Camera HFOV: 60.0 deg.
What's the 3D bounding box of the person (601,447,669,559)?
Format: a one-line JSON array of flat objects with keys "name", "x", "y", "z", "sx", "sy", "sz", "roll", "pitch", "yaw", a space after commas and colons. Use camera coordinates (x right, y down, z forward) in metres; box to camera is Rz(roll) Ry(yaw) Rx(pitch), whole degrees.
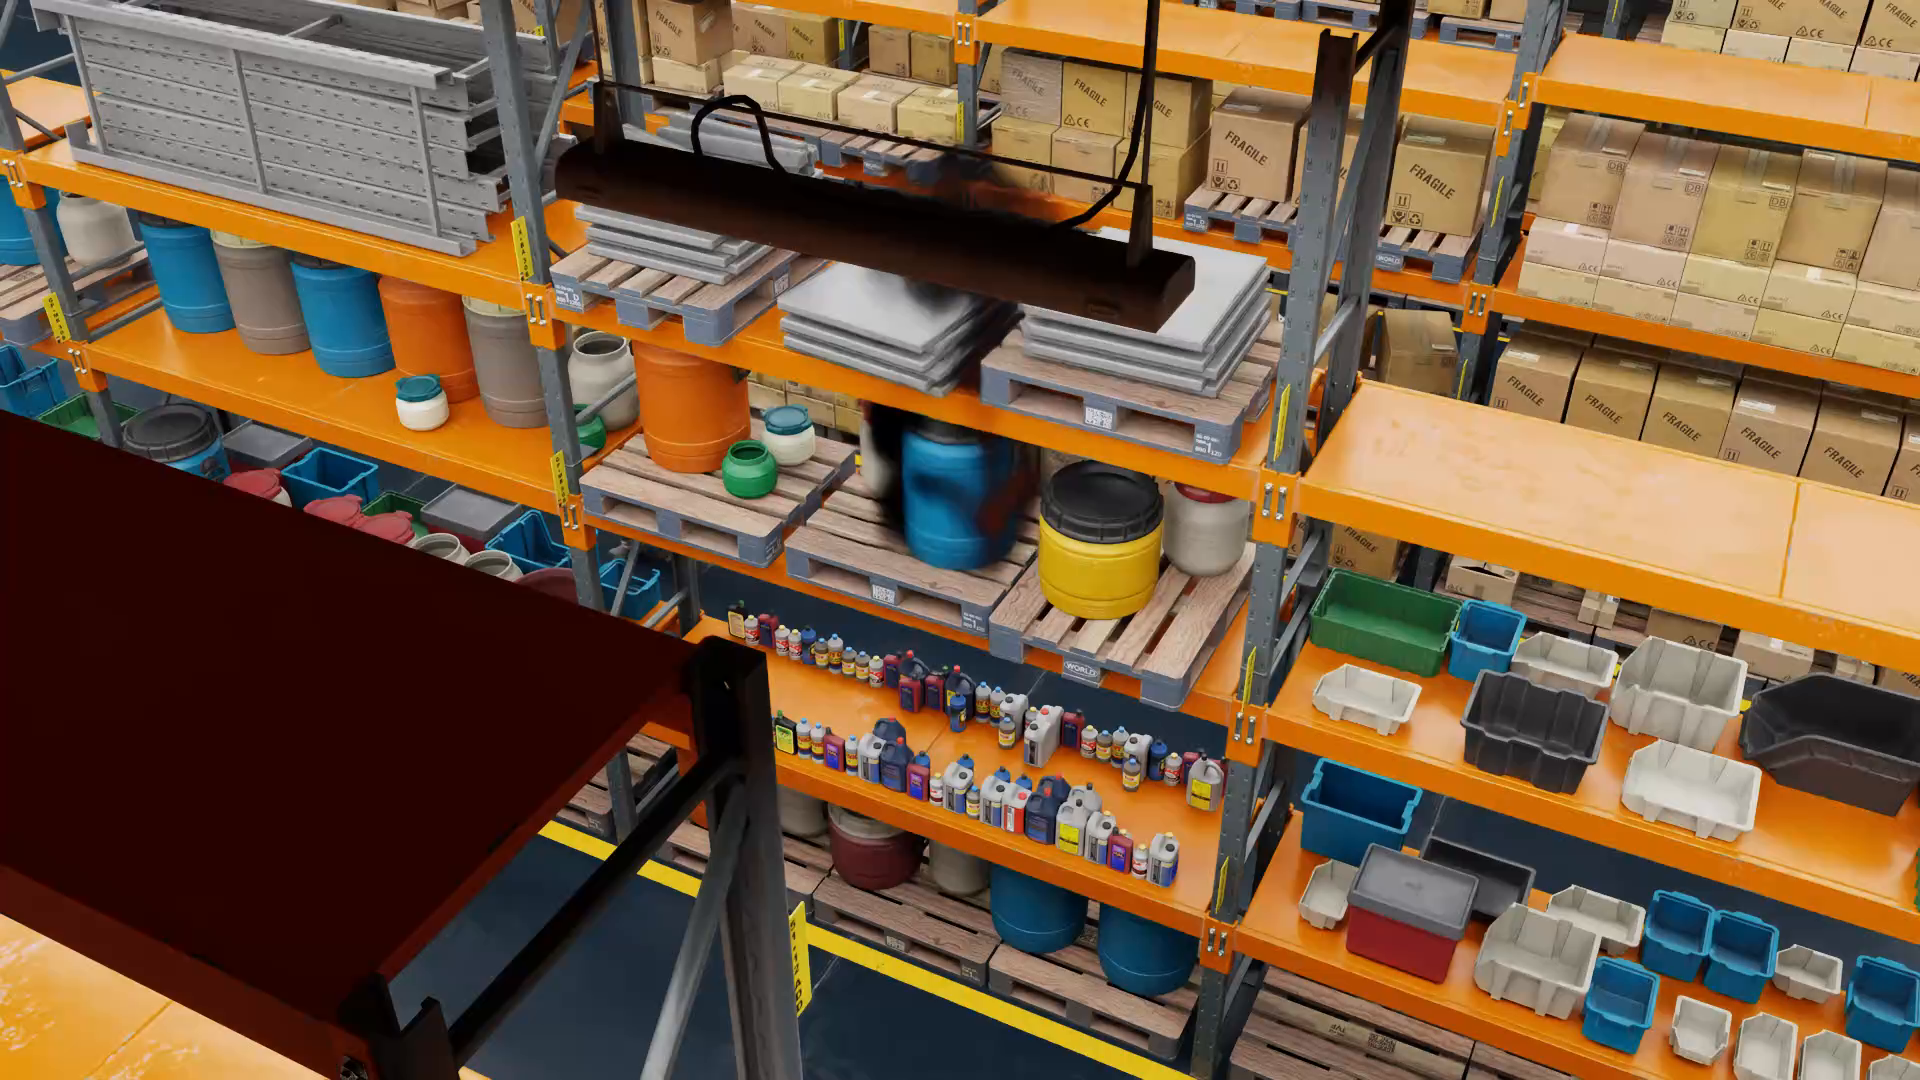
[{"name": "person", "x": -2.586, "y": -0.564, "z": 13.176, "sx": 0.654, "sy": 1.758, "sz": 0.668, "roll": 9, "pitch": 36, "yaw": 13}]
